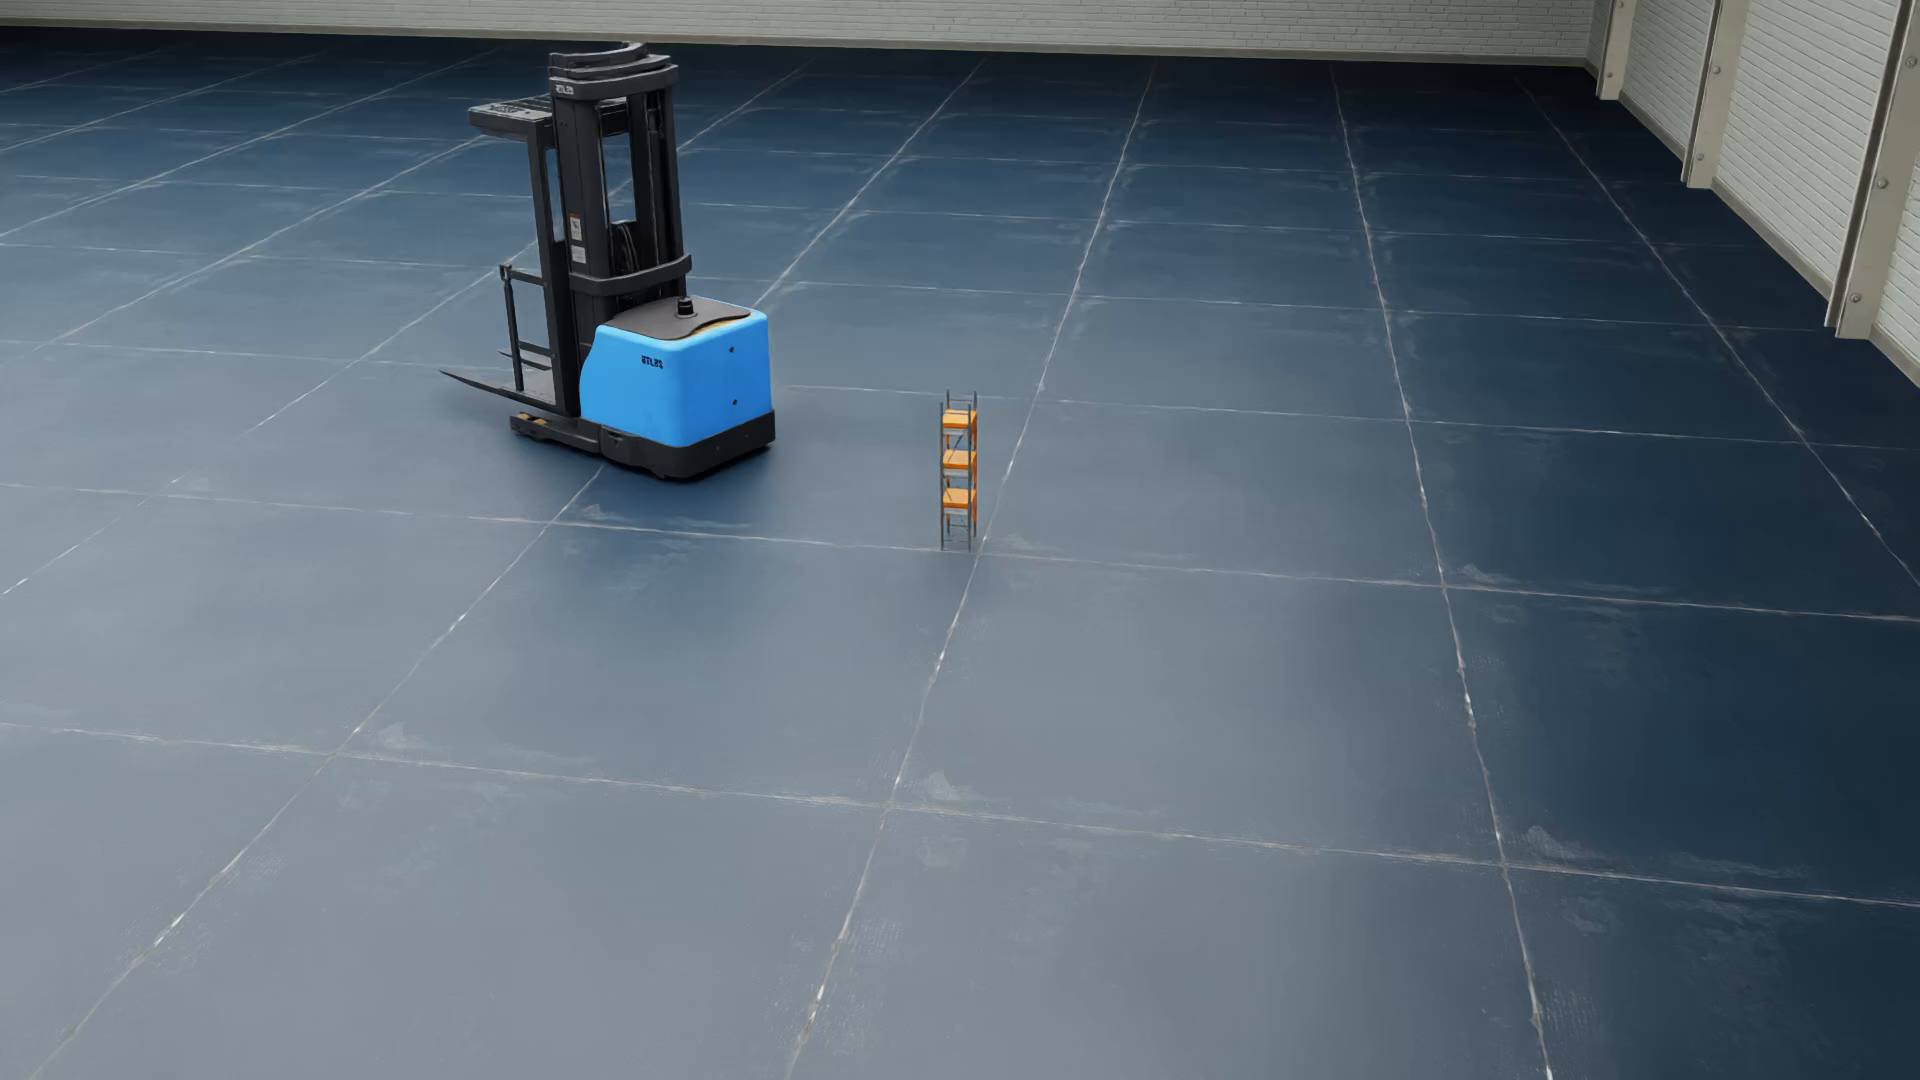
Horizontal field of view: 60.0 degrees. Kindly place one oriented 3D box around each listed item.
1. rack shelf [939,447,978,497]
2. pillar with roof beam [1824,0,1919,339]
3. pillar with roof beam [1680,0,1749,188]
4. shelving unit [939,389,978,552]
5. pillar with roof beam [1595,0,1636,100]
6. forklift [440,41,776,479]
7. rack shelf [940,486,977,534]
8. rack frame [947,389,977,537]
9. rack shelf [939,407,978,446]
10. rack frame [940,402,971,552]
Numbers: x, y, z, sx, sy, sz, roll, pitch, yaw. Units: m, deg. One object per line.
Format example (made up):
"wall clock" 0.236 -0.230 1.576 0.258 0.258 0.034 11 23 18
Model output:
"rack shelf" -0.009 -0.444 10.984 0.215 0.259 0.240 4 25 9
"pillar with roof beam" 3.949 -6.293 14.080 9.100 9.000 0.400 4 25 9
"pillar with roof beam" 4.929 -8.802 19.441 9.100 9.000 0.400 4 25 9
"shelving unit" -0.009 -0.453 10.980 0.215 1.050 0.252 4 25 9
"pillar with roof beam" 5.910 -11.312 24.802 9.100 9.000 0.400 4 25 9
"forklift" -2.893 -2.257 12.615 3.031 2.935 1.130 18 30 33
"rack shelf" -0.009 -0.192 11.102 0.215 0.259 0.240 4 25 9
"rack frame" 0.011 -0.504 11.089 0.200 1.050 0.008 4 25 9
"rack shelf" -0.009 -0.701 10.864 0.215 0.259 0.240 4 25 9
"rack frame" -0.029 -0.402 10.871 0.200 1.050 0.008 4 25 9
